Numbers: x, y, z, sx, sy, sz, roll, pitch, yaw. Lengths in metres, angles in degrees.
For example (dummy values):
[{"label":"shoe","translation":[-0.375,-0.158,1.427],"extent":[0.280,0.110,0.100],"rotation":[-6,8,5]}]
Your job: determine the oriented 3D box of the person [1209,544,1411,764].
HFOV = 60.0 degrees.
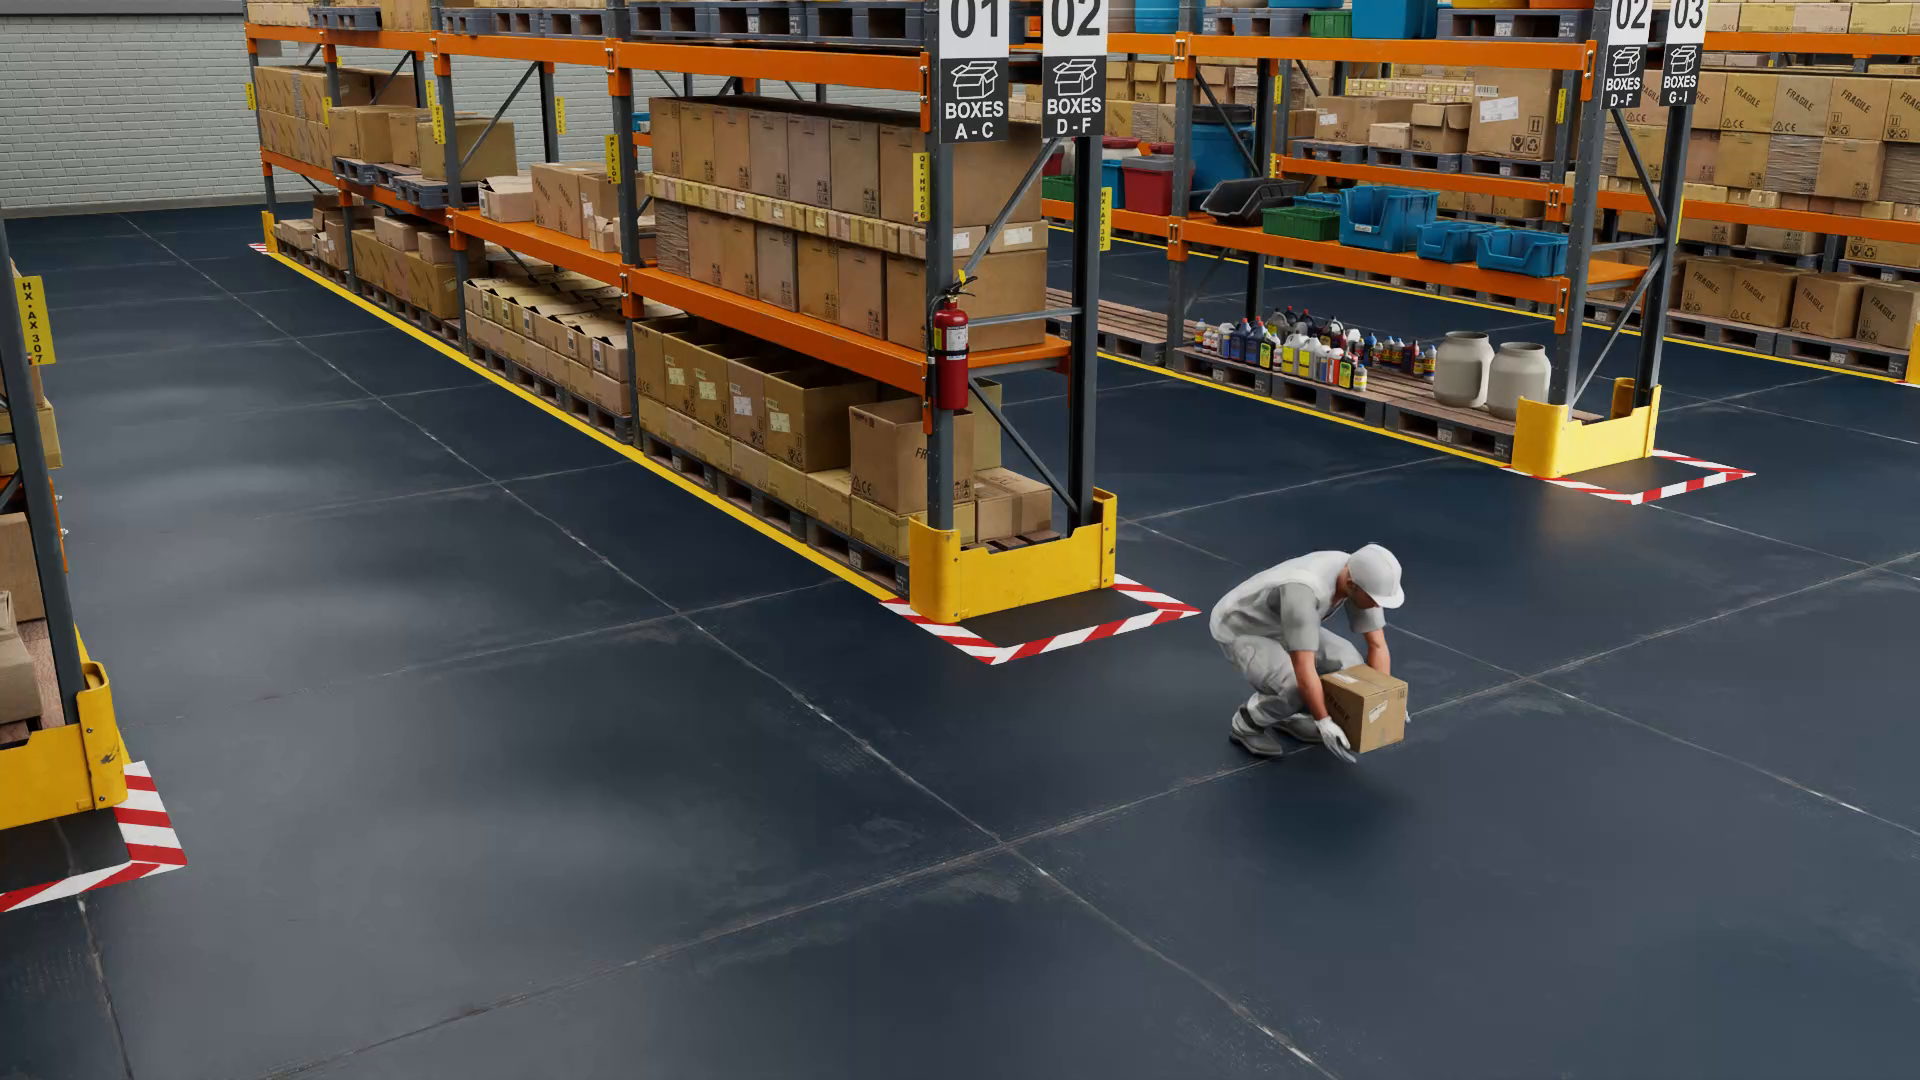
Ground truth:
[{"label":"person","translation":[1.468,0.428,6.986],"extent":[0.573,0.998,0.882],"rotation":[-11,21,-32]}]
